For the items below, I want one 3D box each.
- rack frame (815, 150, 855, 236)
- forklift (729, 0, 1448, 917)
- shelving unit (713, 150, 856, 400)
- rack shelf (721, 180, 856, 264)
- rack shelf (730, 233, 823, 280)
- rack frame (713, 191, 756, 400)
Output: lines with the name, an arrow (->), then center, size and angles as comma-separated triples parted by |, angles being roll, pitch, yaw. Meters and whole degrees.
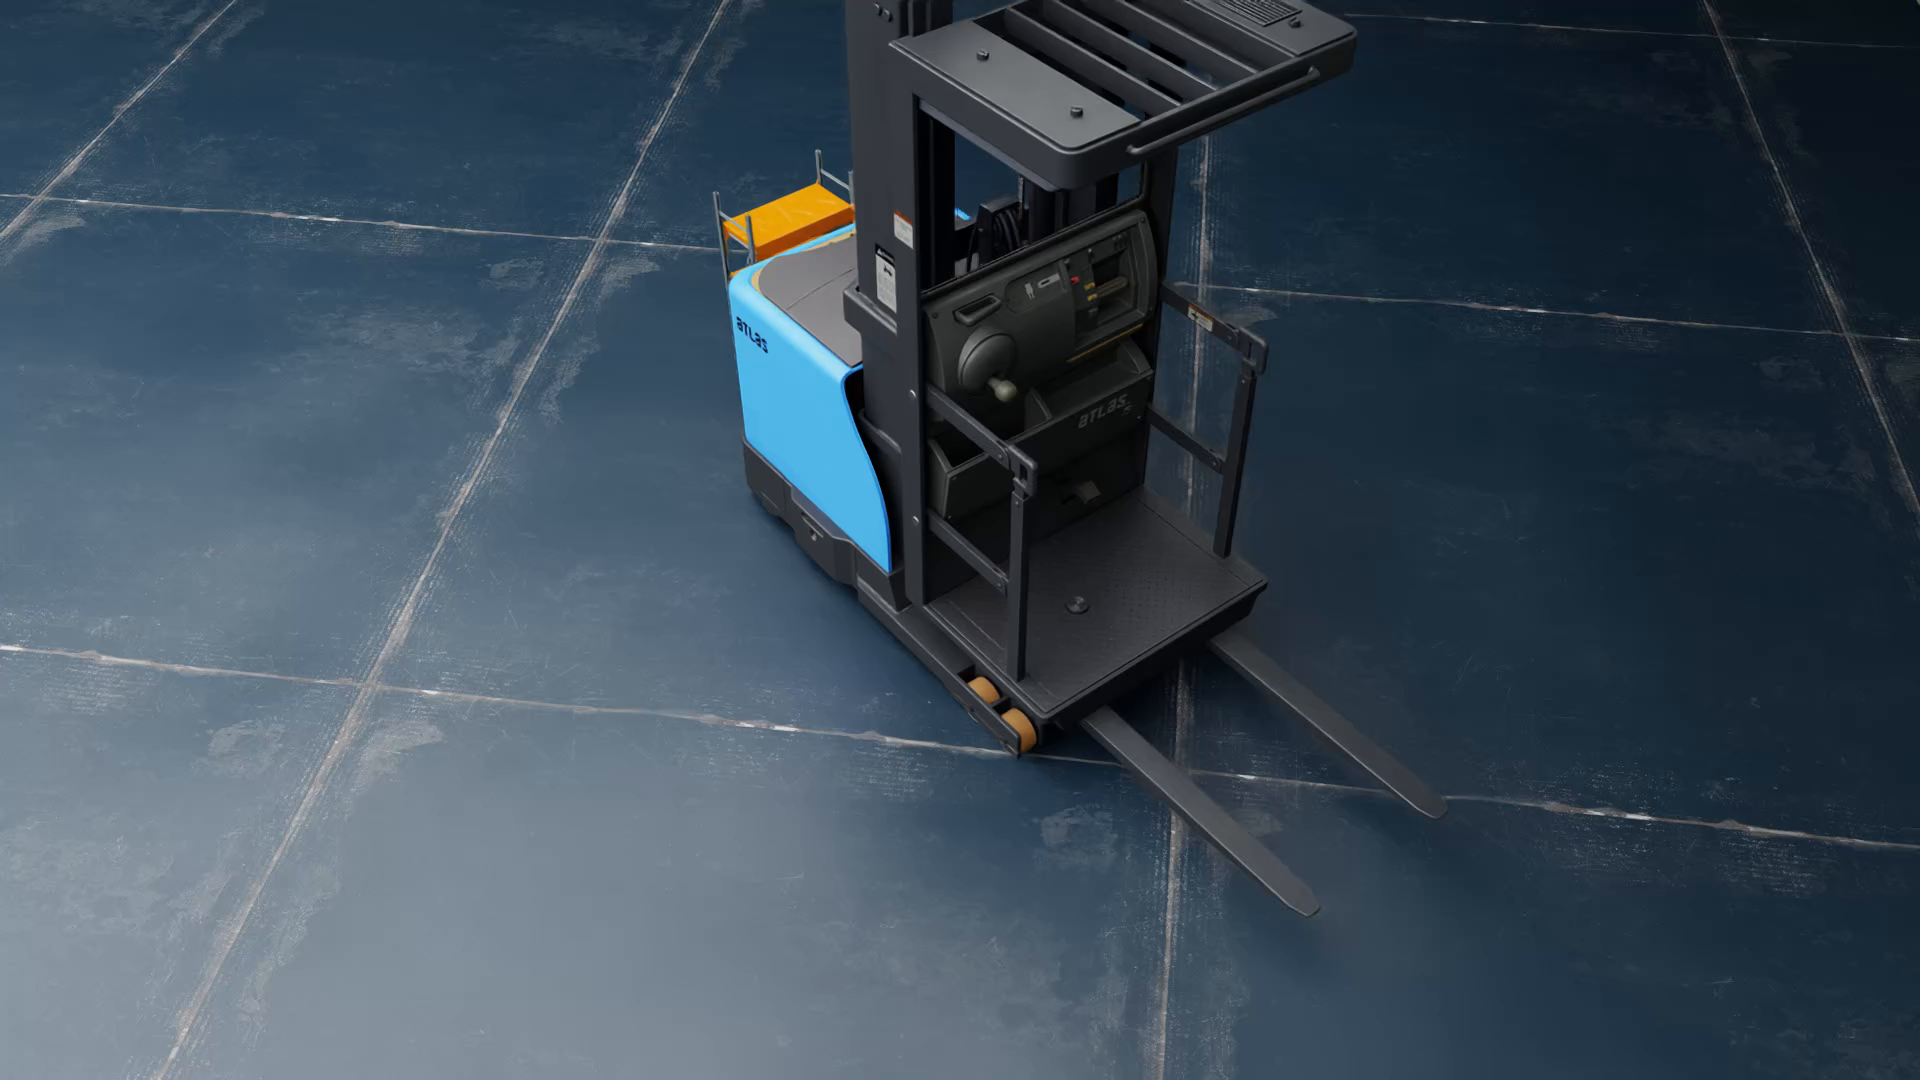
rack frame -> -0.483, -1.053, 6.982 | 0.015, 1.200, 0.240 | -30, 49, -28
forklift -> 0.417, -0.687, 5.343 | 1.130, 2.935, 3.031 | -28, 50, -27
shelving unit -> -0.671, -0.946, 6.869 | 0.503, 1.200, 0.258 | -30, 49, -28
rack shelf -> -0.680, -1.238, 6.607 | 0.480, 0.148, 0.258 | -30, 49, -28
rack shelf -> -0.675, -1.062, 6.765 | 0.480, 0.148, 0.258 | -30, 49, -28
rack frame -> -0.859, -0.838, 6.756 | 0.015, 1.200, 0.240 | -30, 49, -28
